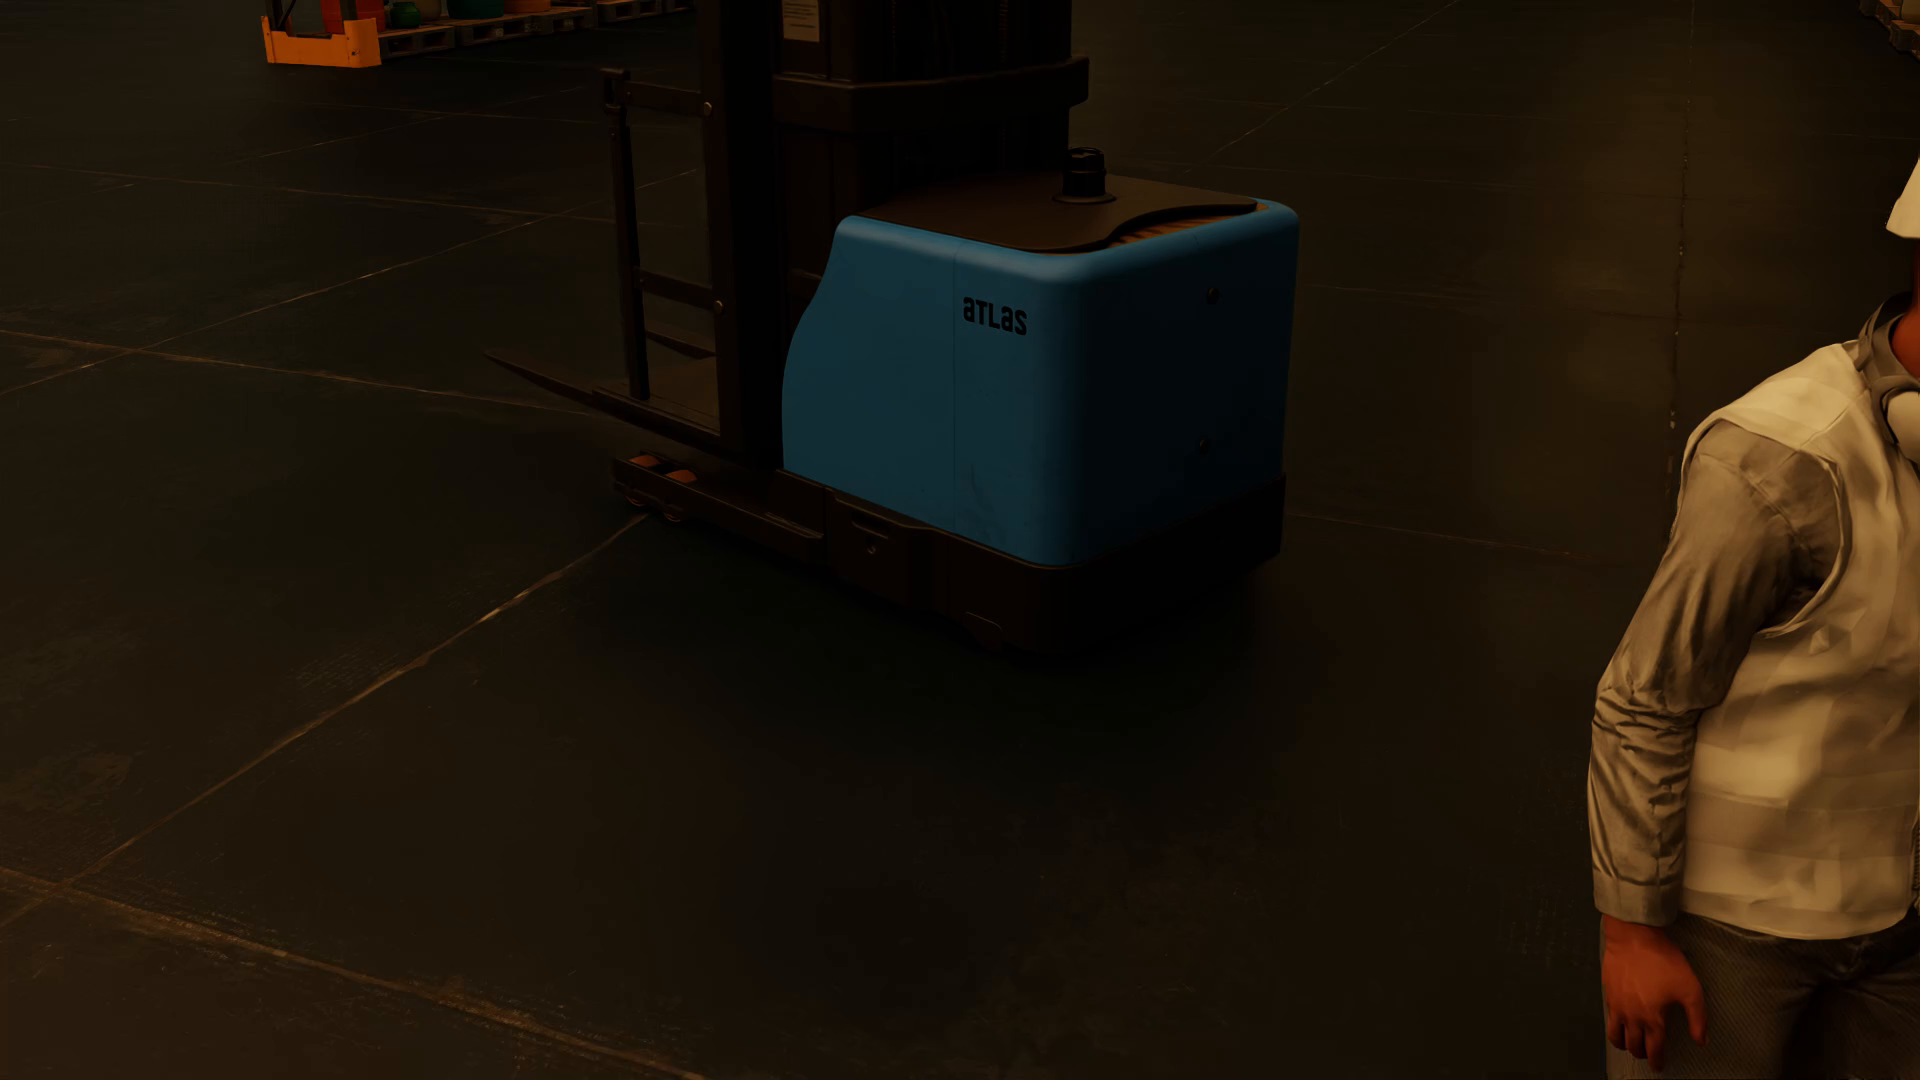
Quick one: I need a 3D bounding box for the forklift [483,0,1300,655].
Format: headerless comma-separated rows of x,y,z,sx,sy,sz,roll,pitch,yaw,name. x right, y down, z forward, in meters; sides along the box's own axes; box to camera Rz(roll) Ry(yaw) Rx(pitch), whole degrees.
-0.470,-1.531,4.956,3.031,2.935,1.130,21,30,40,forklift

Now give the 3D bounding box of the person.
0.957,0.392,1.864,0.582,1.771,0.458,-7,24,-15,person
